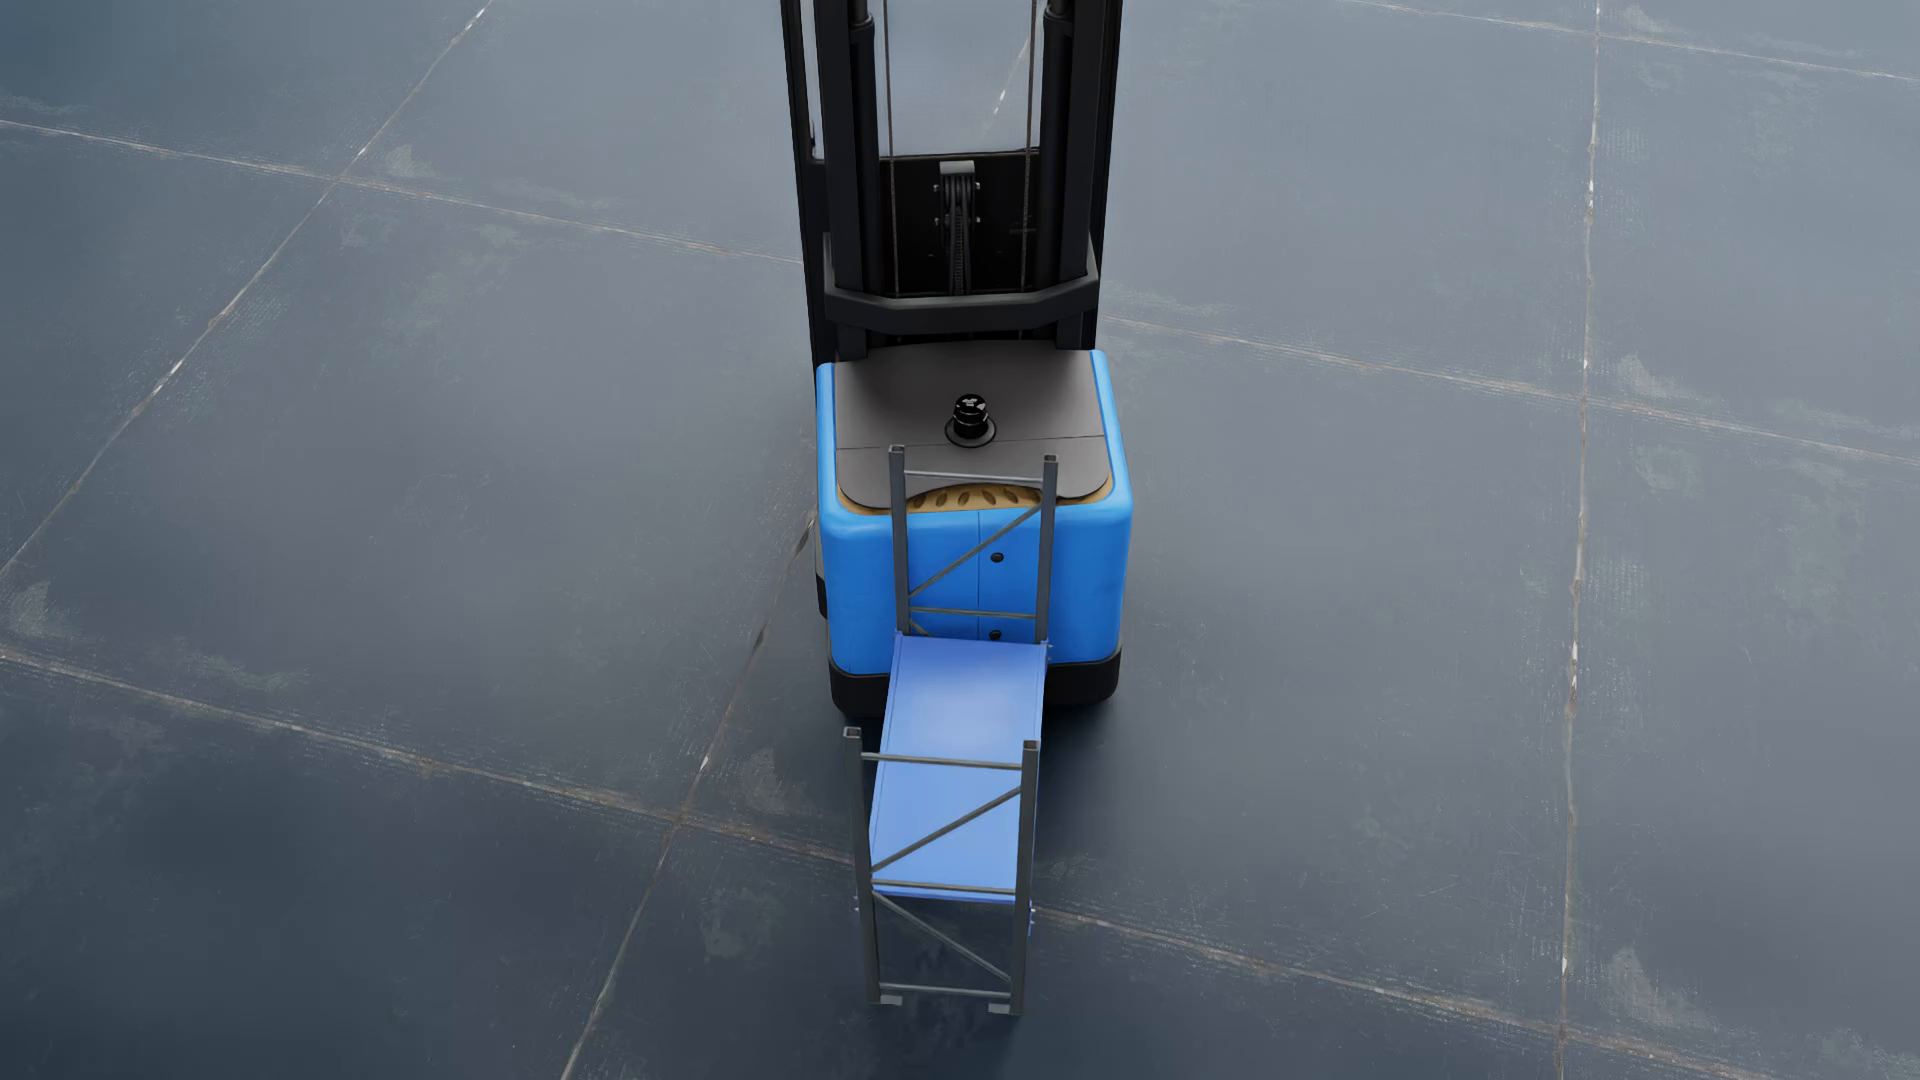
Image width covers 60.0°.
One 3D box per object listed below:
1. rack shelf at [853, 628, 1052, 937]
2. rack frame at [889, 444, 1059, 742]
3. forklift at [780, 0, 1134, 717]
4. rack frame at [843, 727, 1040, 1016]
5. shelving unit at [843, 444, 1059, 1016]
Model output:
[{"bbox_3d":[-0.004,0.740,5.255,0.538,0.185,1.000,4,49,3],"label":"rack shelf"},{"bbox_3d":[0.040,0.241,5.456,0.500,1.500,0.032,4,49,3],"label":"rack frame"},{"bbox_3d":[-7.893,2.832,2.214,17.602,2.935,13.267,-3,49,-3],"label":"forklift"},{"bbox_3d":[-0.047,1.001,4.785,0.500,1.500,0.032,4,49,3],"label":"rack frame"},{"bbox_3d":[-0.004,0.621,5.121,0.538,1.500,1.048,4,49,3],"label":"shelving unit"}]
